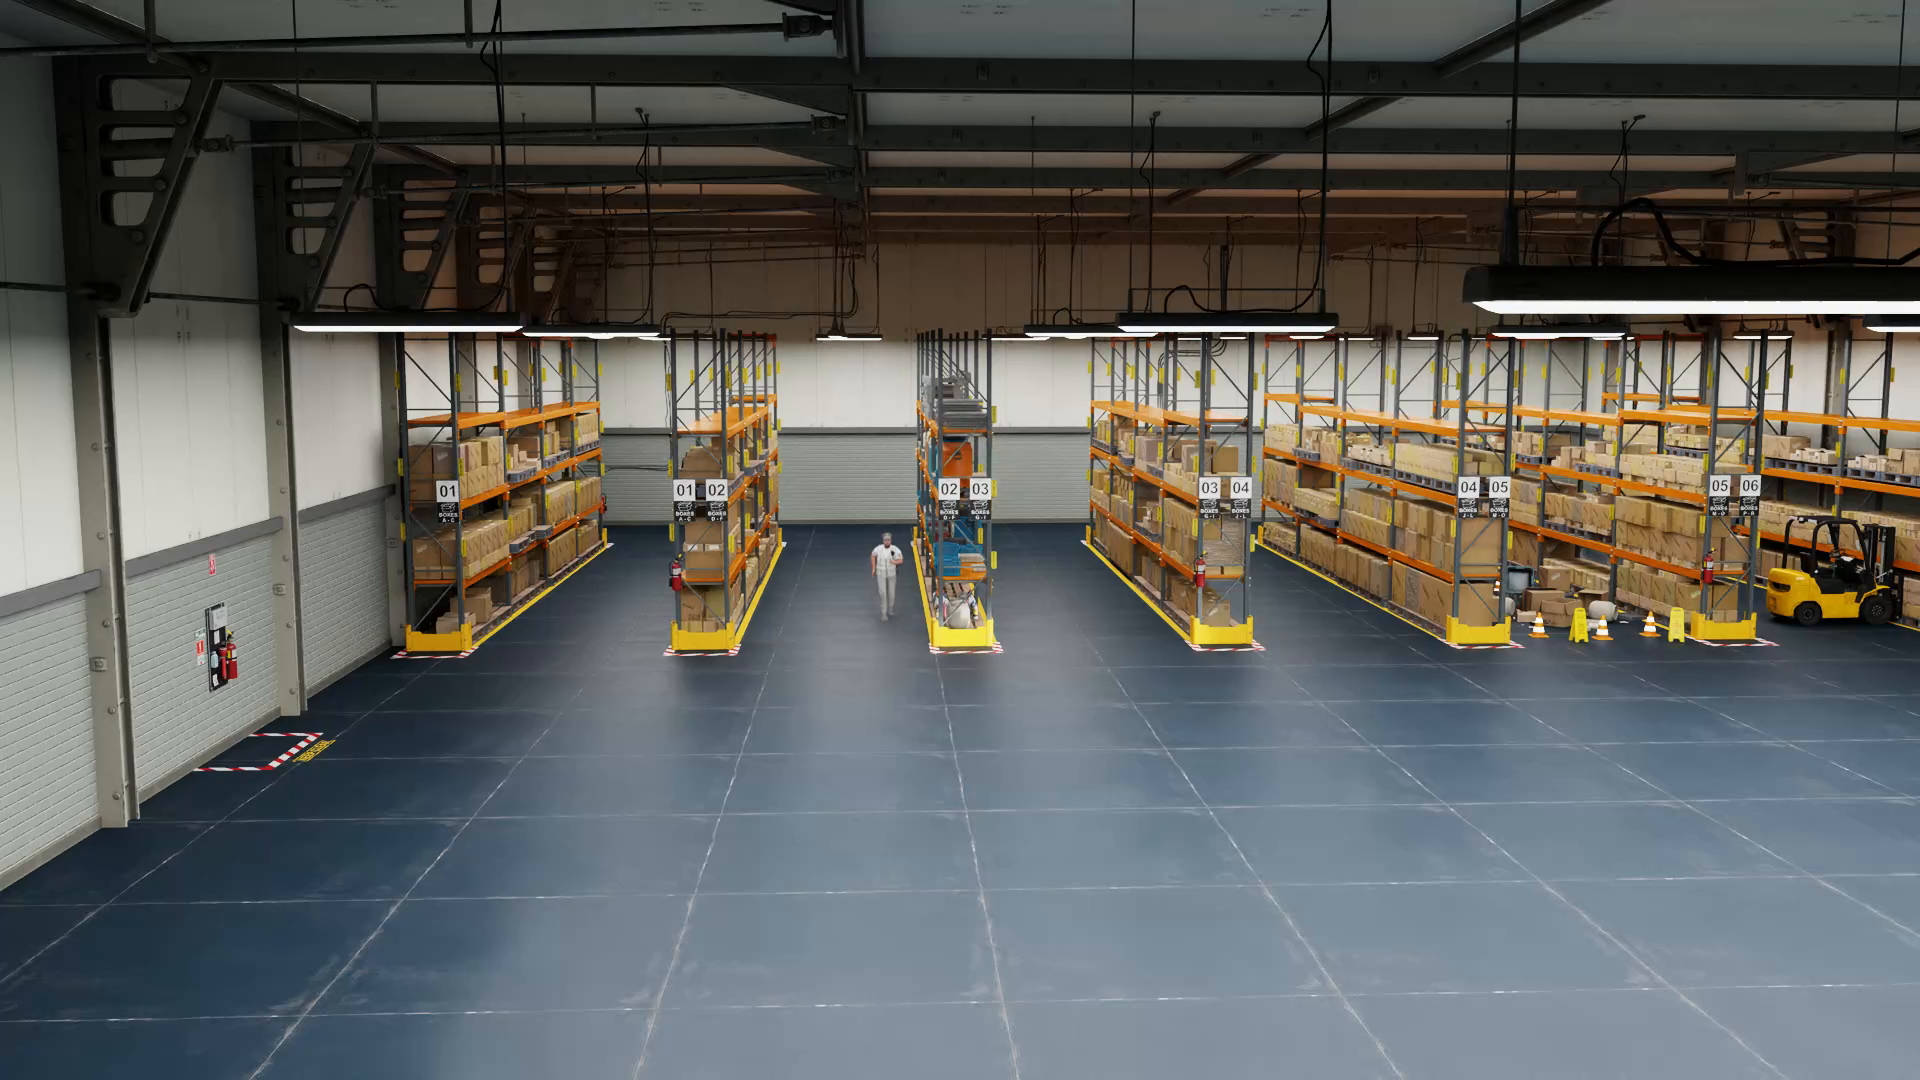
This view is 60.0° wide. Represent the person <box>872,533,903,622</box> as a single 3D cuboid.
[{"bbox_3d":[-1.515,0.740,34.729,0.645,1.815,0.922,-1,7,-4],"label":"person"}]
